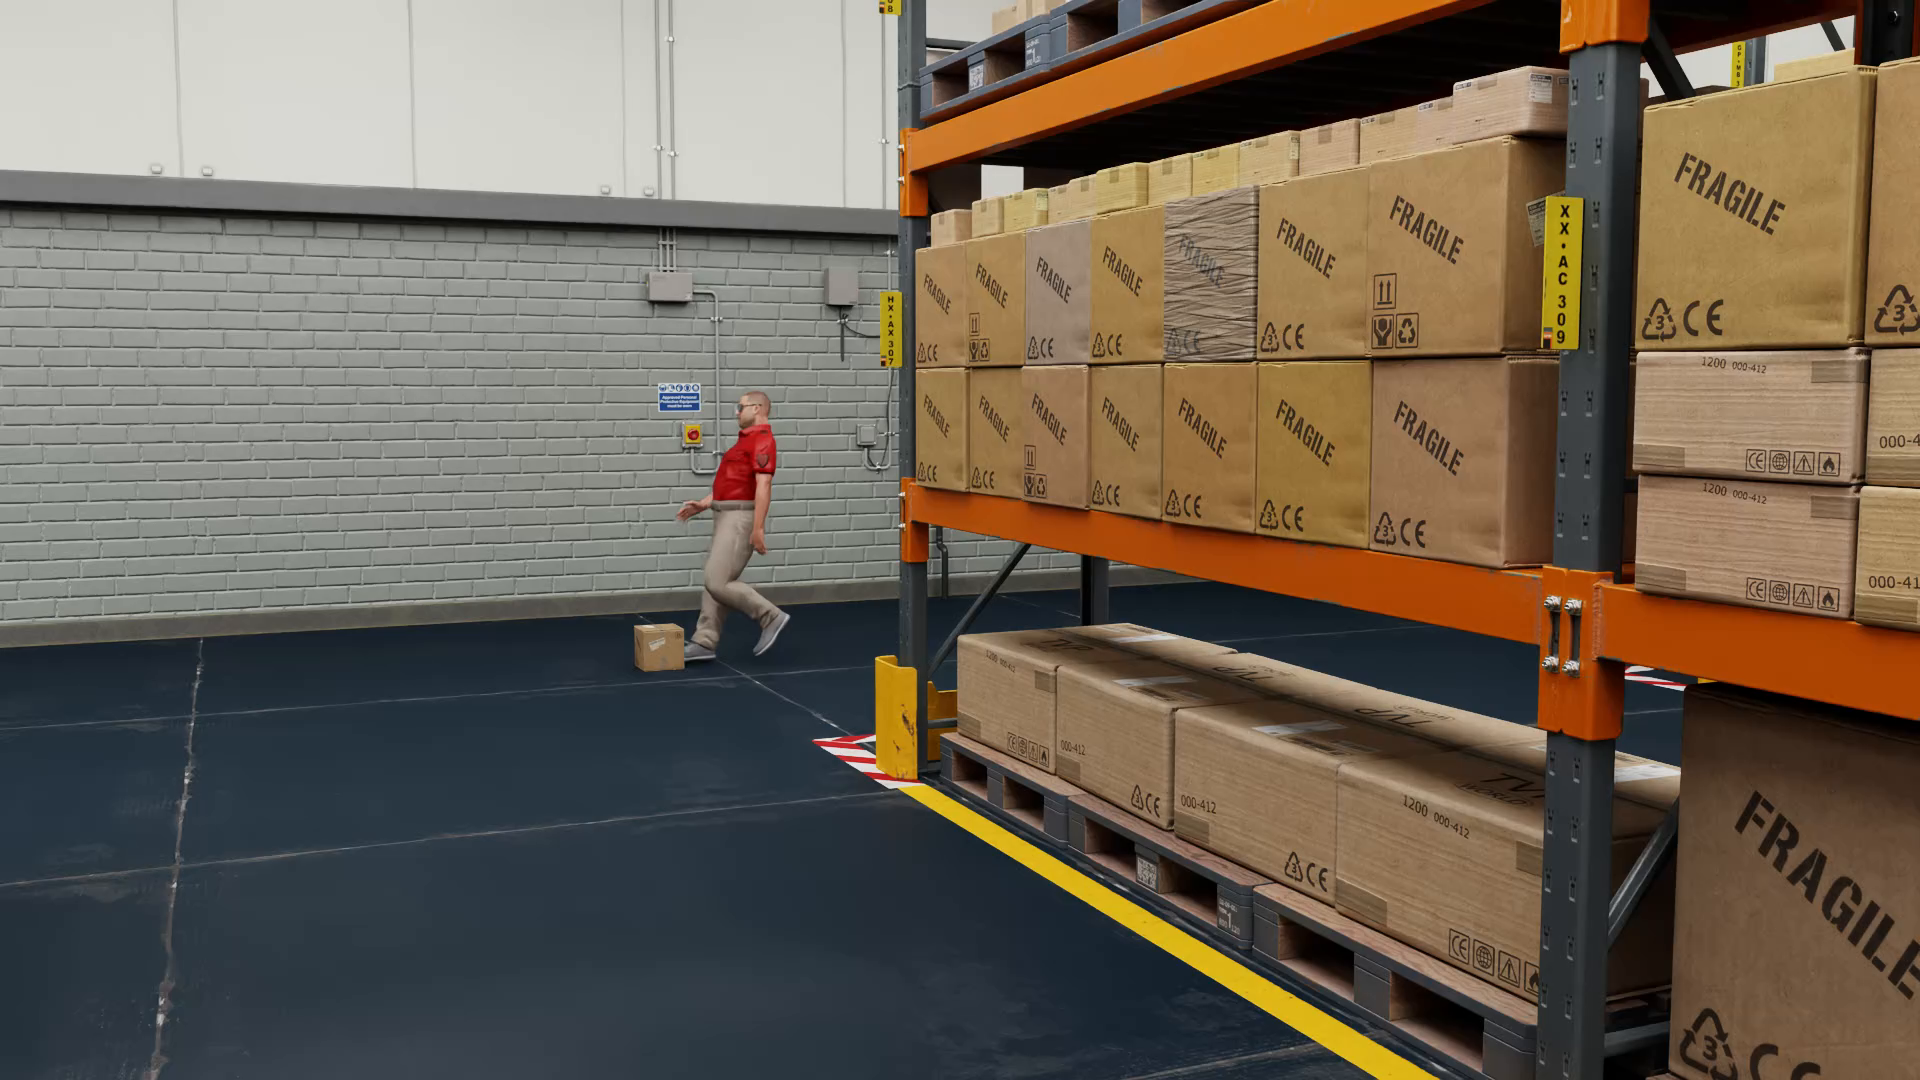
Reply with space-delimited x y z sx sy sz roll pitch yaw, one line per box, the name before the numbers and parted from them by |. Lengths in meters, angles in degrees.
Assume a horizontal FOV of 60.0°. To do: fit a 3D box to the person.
person | -1.474 -0.084 10.325 0.752 1.678 0.605 -1 6 -15
